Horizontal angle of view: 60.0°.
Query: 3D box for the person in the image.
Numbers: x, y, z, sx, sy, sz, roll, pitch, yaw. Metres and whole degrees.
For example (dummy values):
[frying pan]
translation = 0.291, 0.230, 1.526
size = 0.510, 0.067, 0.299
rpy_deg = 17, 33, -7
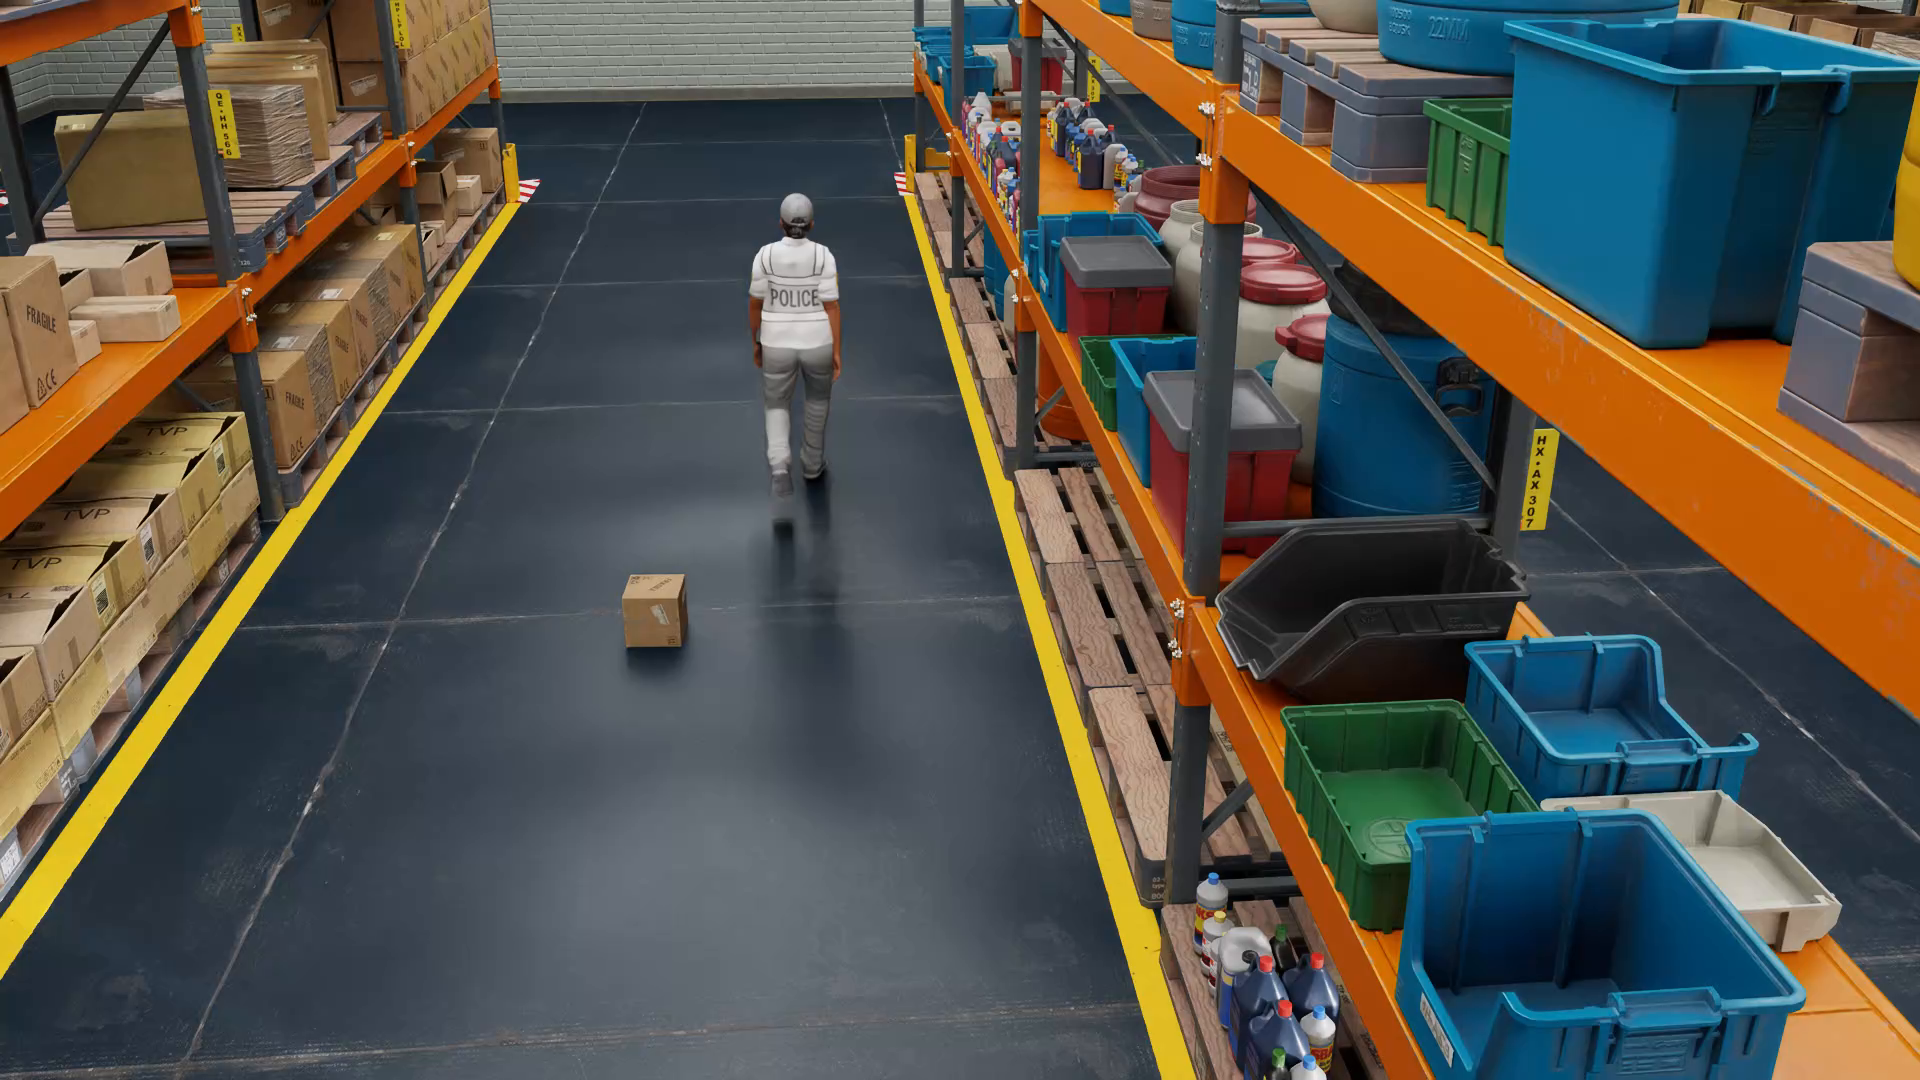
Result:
[person]
translation = -0.880, -1.031, 8.908
size = 0.492, 1.623, 0.858
rpy_deg = -1, 24, -2
